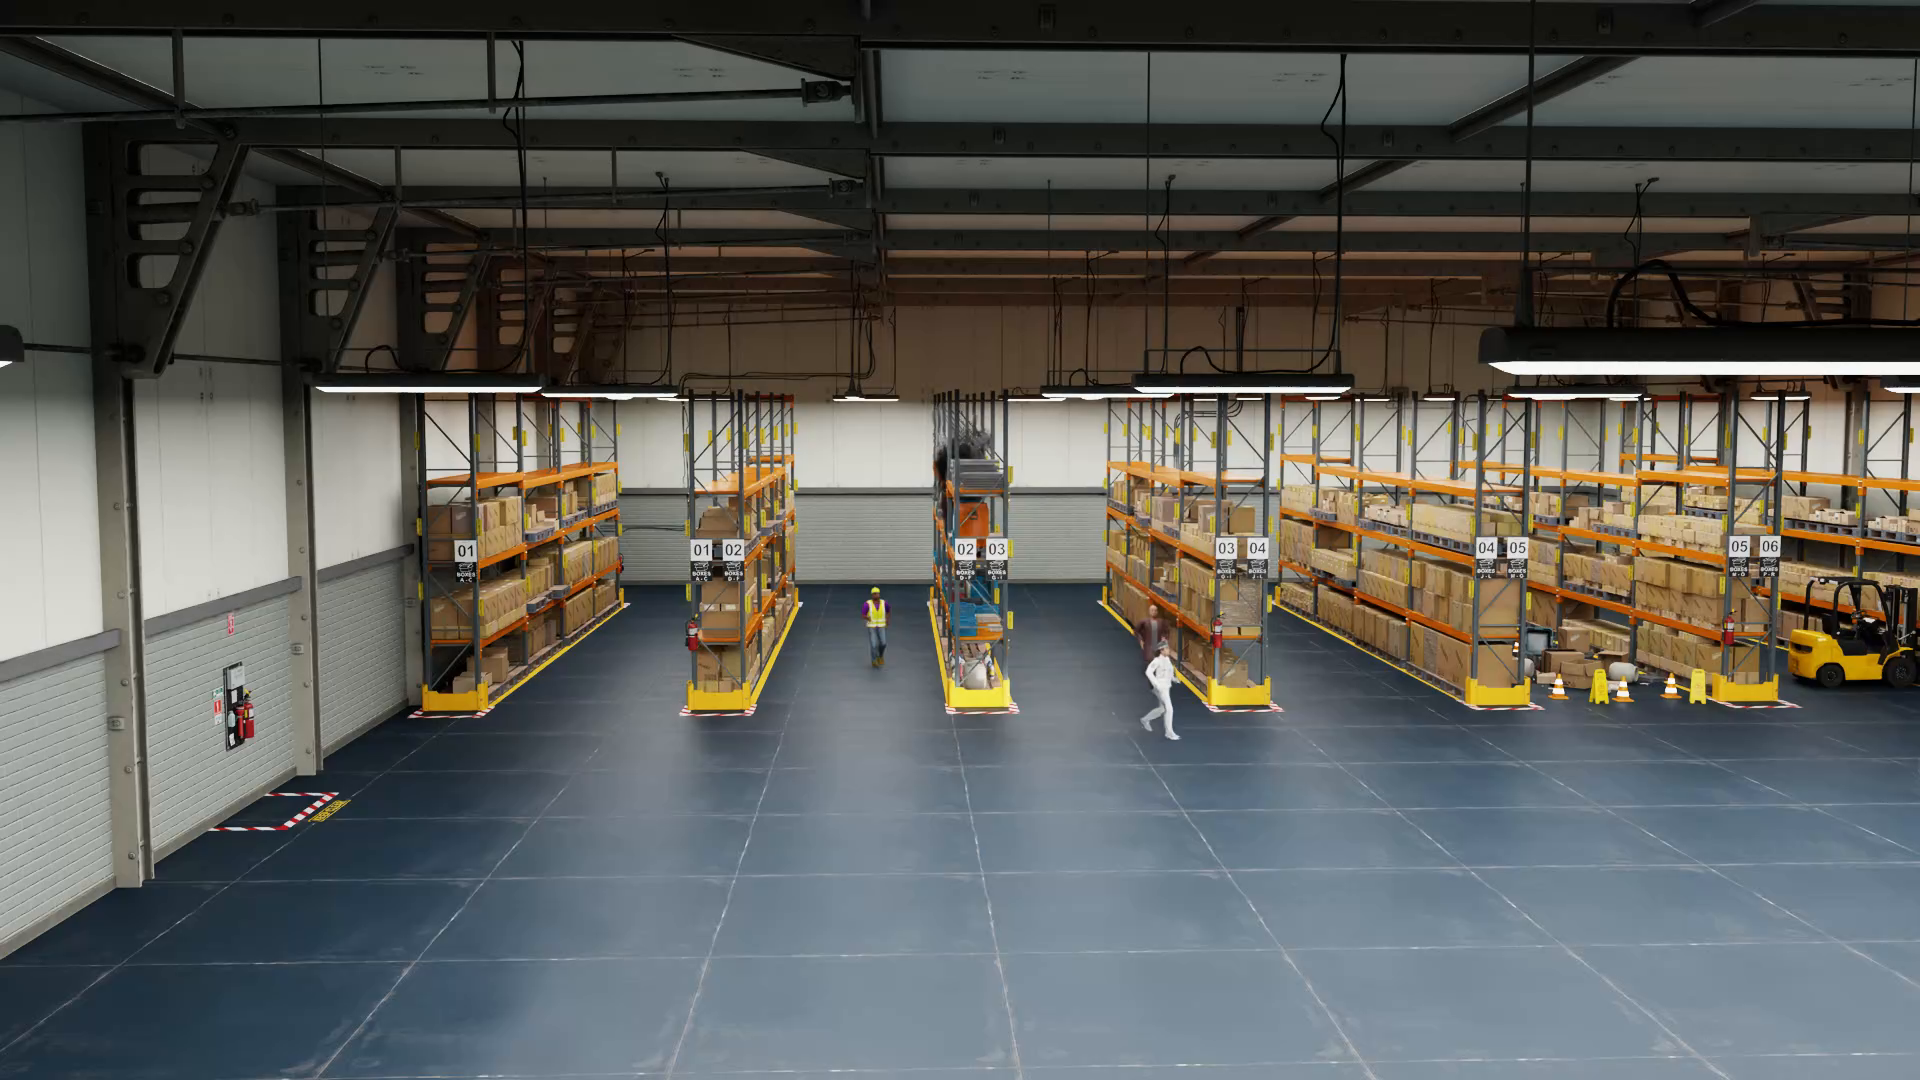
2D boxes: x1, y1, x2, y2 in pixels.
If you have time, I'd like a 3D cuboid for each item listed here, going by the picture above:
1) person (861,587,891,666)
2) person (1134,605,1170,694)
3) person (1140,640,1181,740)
[{"bbox_3d":[-1.800,1.899,36.172,0.675,1.732,0.626,-1,5,-11],"label":"person"},{"bbox_3d":[3.825,2.159,33.057,0.716,1.736,0.833,0,5,-5],"label":"person"},{"bbox_3d":[3.446,2.557,28.586,0.764,1.696,0.630,3,5,29],"label":"person"}]
